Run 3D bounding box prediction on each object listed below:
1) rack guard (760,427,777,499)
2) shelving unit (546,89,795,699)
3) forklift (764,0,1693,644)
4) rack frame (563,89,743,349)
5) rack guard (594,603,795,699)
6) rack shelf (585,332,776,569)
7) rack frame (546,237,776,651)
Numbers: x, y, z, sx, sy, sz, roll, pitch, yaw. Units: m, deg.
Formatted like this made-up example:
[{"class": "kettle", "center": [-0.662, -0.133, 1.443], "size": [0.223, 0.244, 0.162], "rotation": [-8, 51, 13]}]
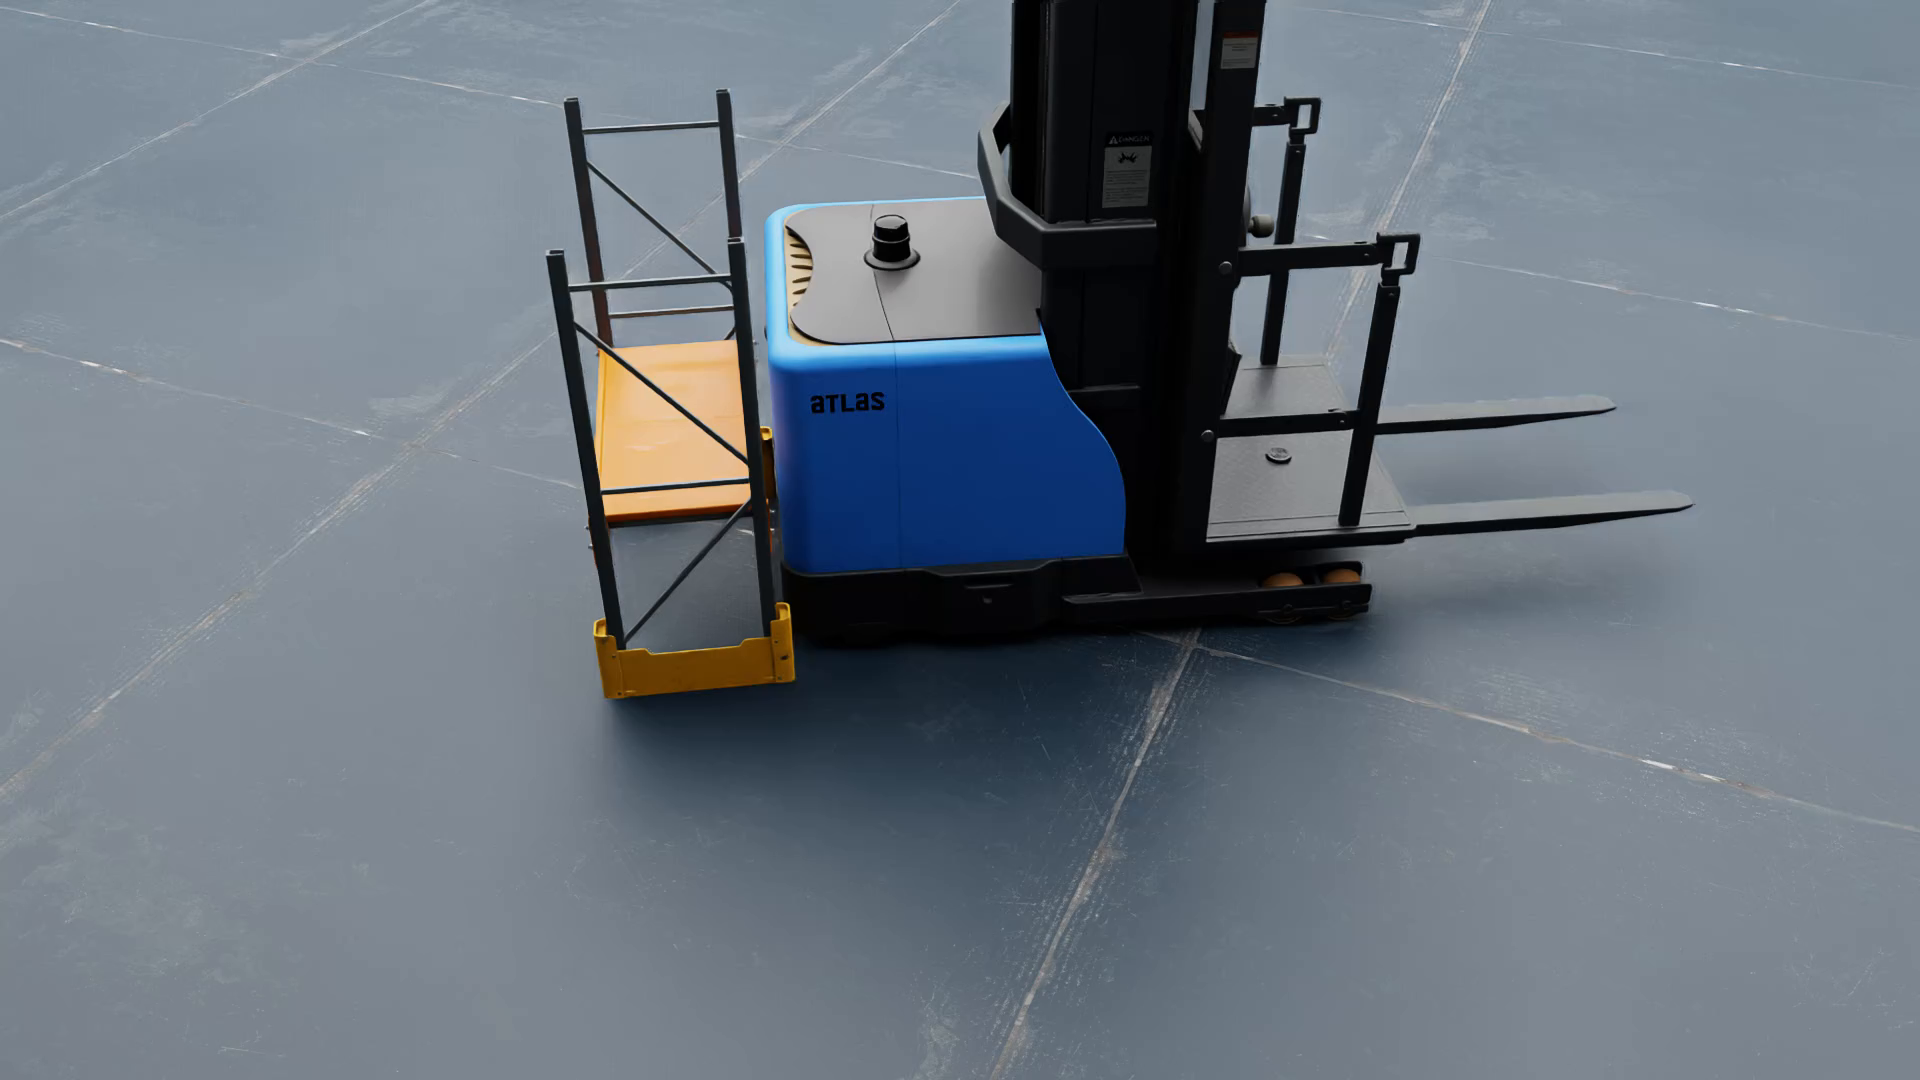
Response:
[{"class": "rack guard", "center": [-0.950, -0.250, 5.876], "size": [0.587, 0.250, 0.087], "rotation": [-5, 37, -7]}, {"class": "shelving unit", "center": [-0.878, -0.456, 5.107], "size": [0.587, 1.500, 1.083], "rotation": [-5, 37, -7]}, {"class": "forklift", "center": [0.903, -1.215, 4.927], "size": [3.031, 2.935, 1.130], "rotation": [-4, 37, -5]}, {"class": "rack frame", "center": [-0.950, -0.752, 5.503], "size": [0.500, 1.500, 0.032], "rotation": [-5, 37, -7]}, {"class": "rack guard", "center": [-0.806, 0.340, 5.087], "size": [0.587, 0.250, 0.087], "rotation": [-5, 37, -7]}, {"class": "rack shelf", "center": [-0.877, -0.307, 5.208], "size": [0.538, 0.185, 1.000], "rotation": [-5, 37, -7]}, {"class": "rack frame", "center": [-0.803, -0.150, 4.697], "size": [0.500, 1.500, 0.032], "rotation": [-5, 37, -7]}]
